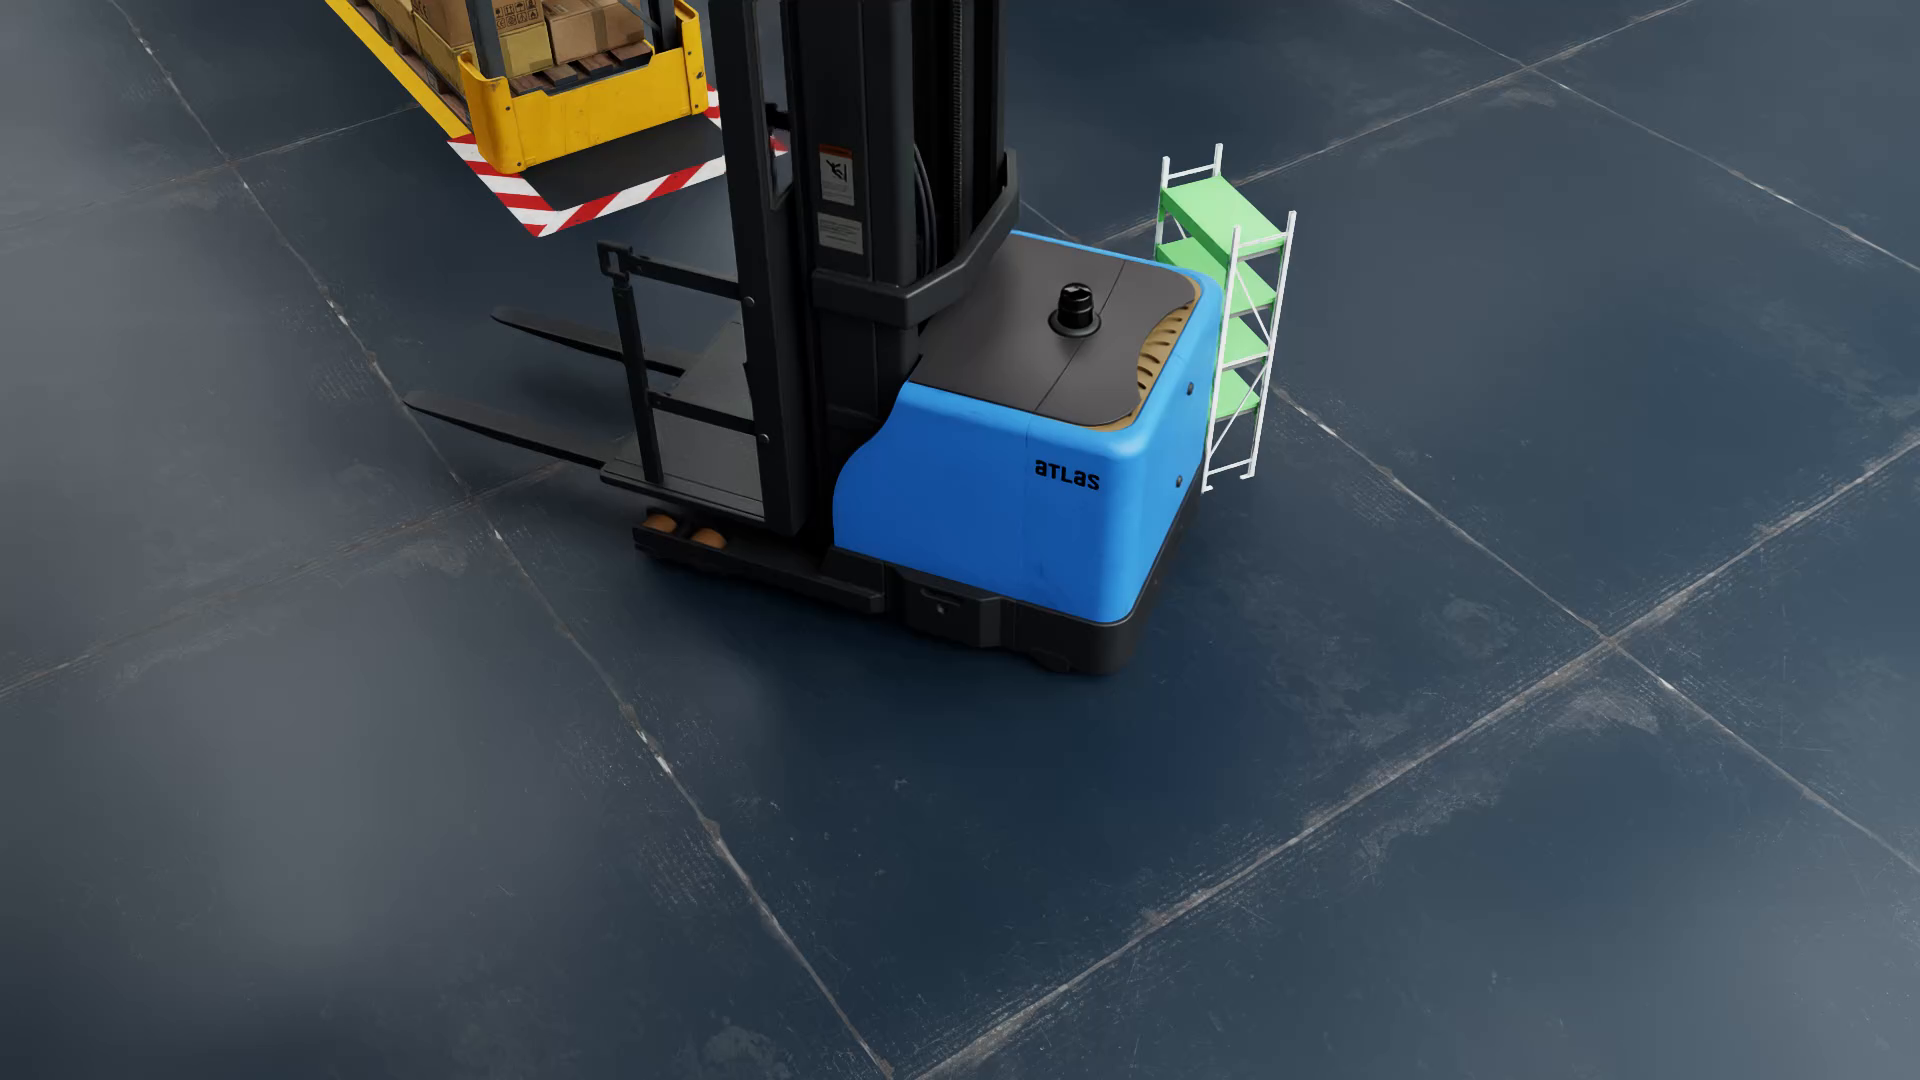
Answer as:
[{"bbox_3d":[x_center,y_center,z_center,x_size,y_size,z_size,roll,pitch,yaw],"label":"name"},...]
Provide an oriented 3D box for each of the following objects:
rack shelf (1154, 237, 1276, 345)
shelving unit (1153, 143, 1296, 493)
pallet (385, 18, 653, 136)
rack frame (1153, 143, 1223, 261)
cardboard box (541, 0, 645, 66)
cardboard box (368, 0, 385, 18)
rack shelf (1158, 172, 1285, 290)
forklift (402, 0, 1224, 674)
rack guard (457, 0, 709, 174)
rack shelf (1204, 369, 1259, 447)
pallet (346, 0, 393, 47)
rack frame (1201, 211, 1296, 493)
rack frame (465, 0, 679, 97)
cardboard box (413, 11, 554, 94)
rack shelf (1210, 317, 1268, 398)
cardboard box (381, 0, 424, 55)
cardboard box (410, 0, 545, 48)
[{"bbox_3d":[0.938,-0.937,6.107,0.258,0.148,0.480,-17,46,-17],"label":"rack shelf"},{"bbox_3d":[0.938,-0.809,6.229,0.258,1.200,0.503,-17,46,-17],"label":"shelving unit"},{"bbox_3d":[-2.335,-2.602,8.823,1.003,0.211,1.213,-26,49,-24],"label":"pallet"},{"bbox_3d":[0.837,-0.963,6.390,0.240,1.200,0.015,-17,46,-17],"label":"rack frame"},{"bbox_3d":[-1.988,-2.743,8.638,0.500,0.250,0.500,-26,49,-24],"label":"cardboard box"},{"bbox_3d":[-2.996,-3.099,9.012,0.500,0.250,0.500,-26,49,-24],"label":"cardboard box"},{"bbox_3d":[0.938,-1.110,5.941,0.258,0.148,0.480,-17,46,-17],"label":"rack shelf"},{"bbox_3d":[-0.660,-1.261,5.448,3.031,2.935,1.130,16,46,16],"label":"forklift"},{"bbox_3d":[-1.850,-2.276,8.273,1.175,0.500,0.348,-26,49,-24],"label":"rack guard"},{"bbox_3d":[0.938,-0.589,6.439,0.258,0.148,0.480,-17,46,-17],"label":"rack shelf"},{"bbox_3d":[-3.029,-3.293,9.546,1.003,0.211,1.213,-26,49,-24],"label":"pallet"},{"bbox_3d":[1.038,-0.656,6.068,0.240,1.200,0.015,-17,46,-17],"label":"rack frame"},{"bbox_3d":[-1.863,-3.194,7.424,1.000,3.000,0.127,-26,49,-24],"label":"rack frame"},{"bbox_3d":[-2.413,-2.539,8.424,0.500,0.250,0.500,-26,49,-24],"label":"cardboard box"},{"bbox_3d":[0.938,-0.763,6.273,0.258,0.148,0.480,-17,46,-17],"label":"rack shelf"},{"bbox_3d":[-2.708,-2.817,8.716,0.500,0.250,0.500,-26,49,-24],"label":"cardboard box"},{"bbox_3d":[-2.414,-2.809,8.164,0.500,0.500,0.500,-26,49,-24],"label":"cardboard box"}]
